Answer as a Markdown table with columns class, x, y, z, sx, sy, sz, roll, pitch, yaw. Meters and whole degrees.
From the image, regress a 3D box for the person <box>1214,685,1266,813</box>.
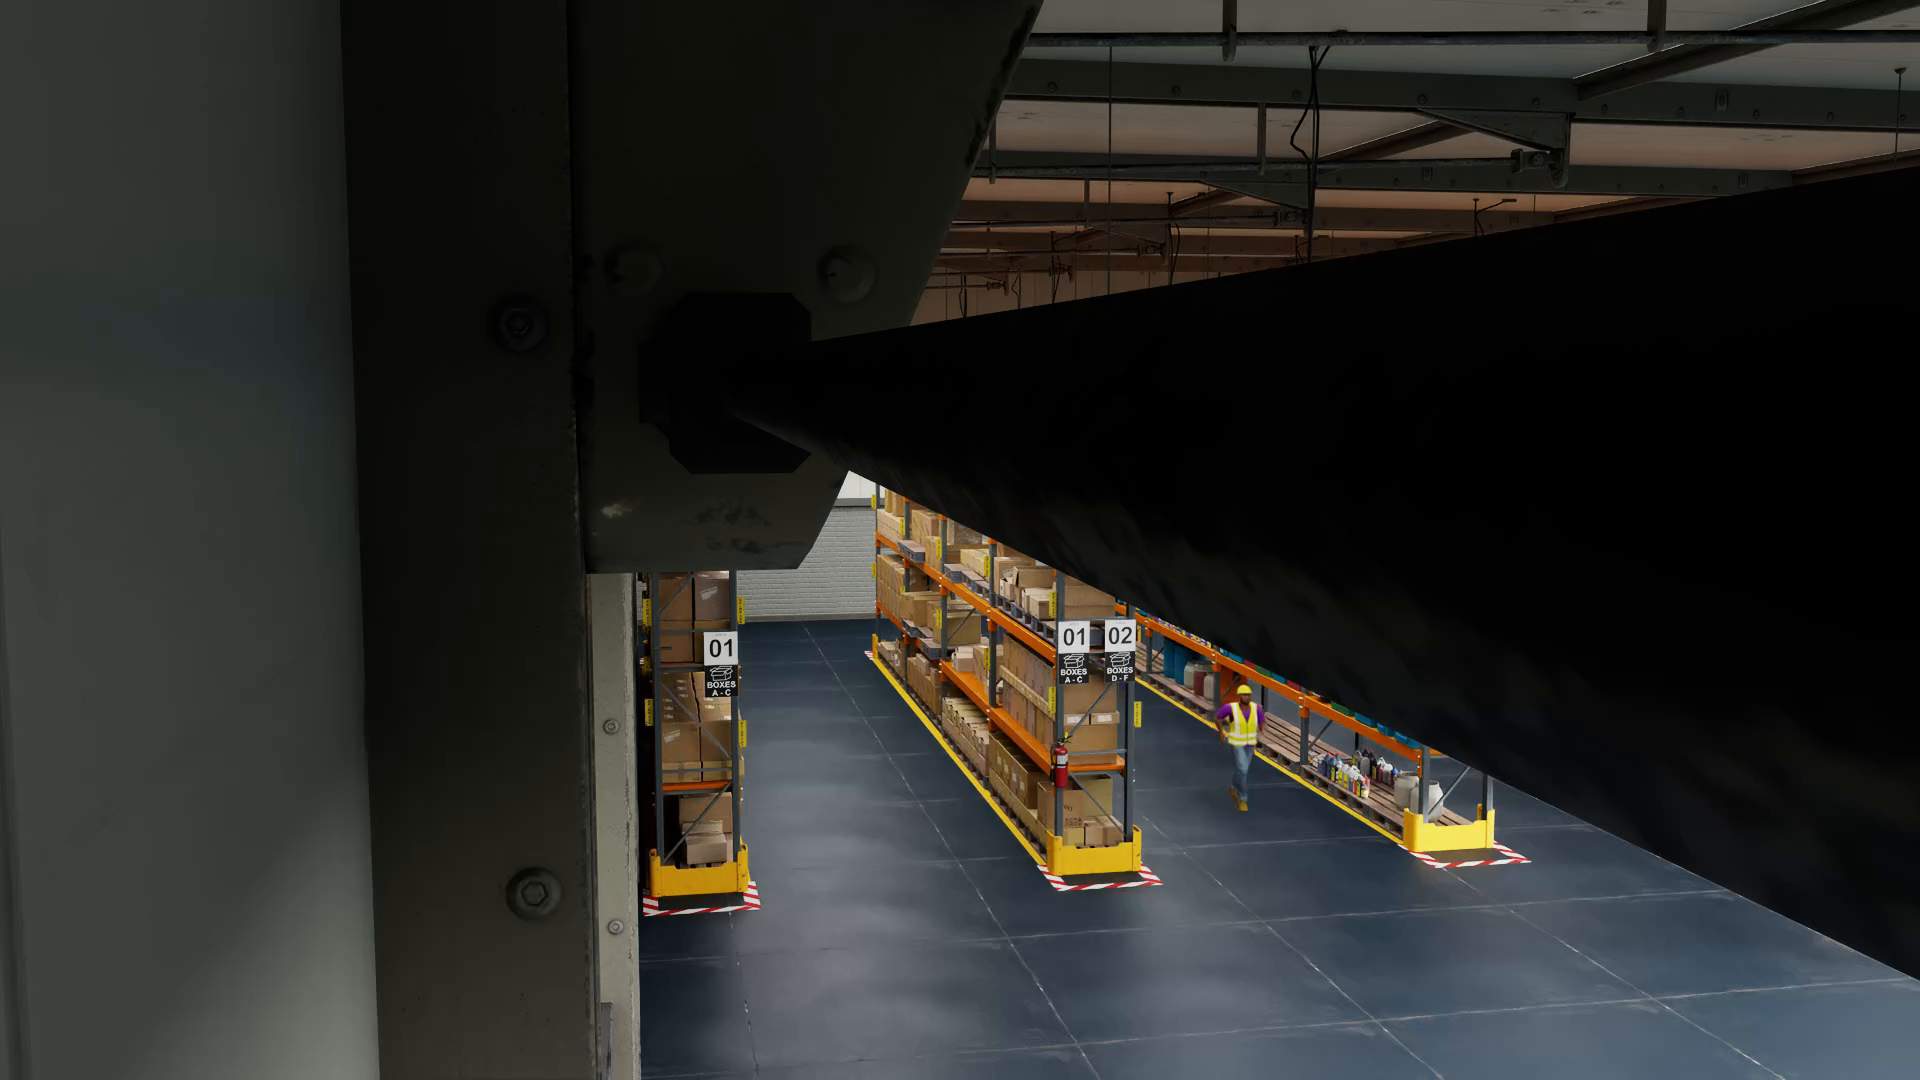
| class | x | y | z | sx | sy | sz | roll | pitch | yaw |
| --- | --- | --- | --- | --- | --- | --- | --- | --- | --- |
| person | 4.097 | 2.987 | 24.105 | 0.680 | 1.822 | 0.794 | -2 | 6 | -19 |
